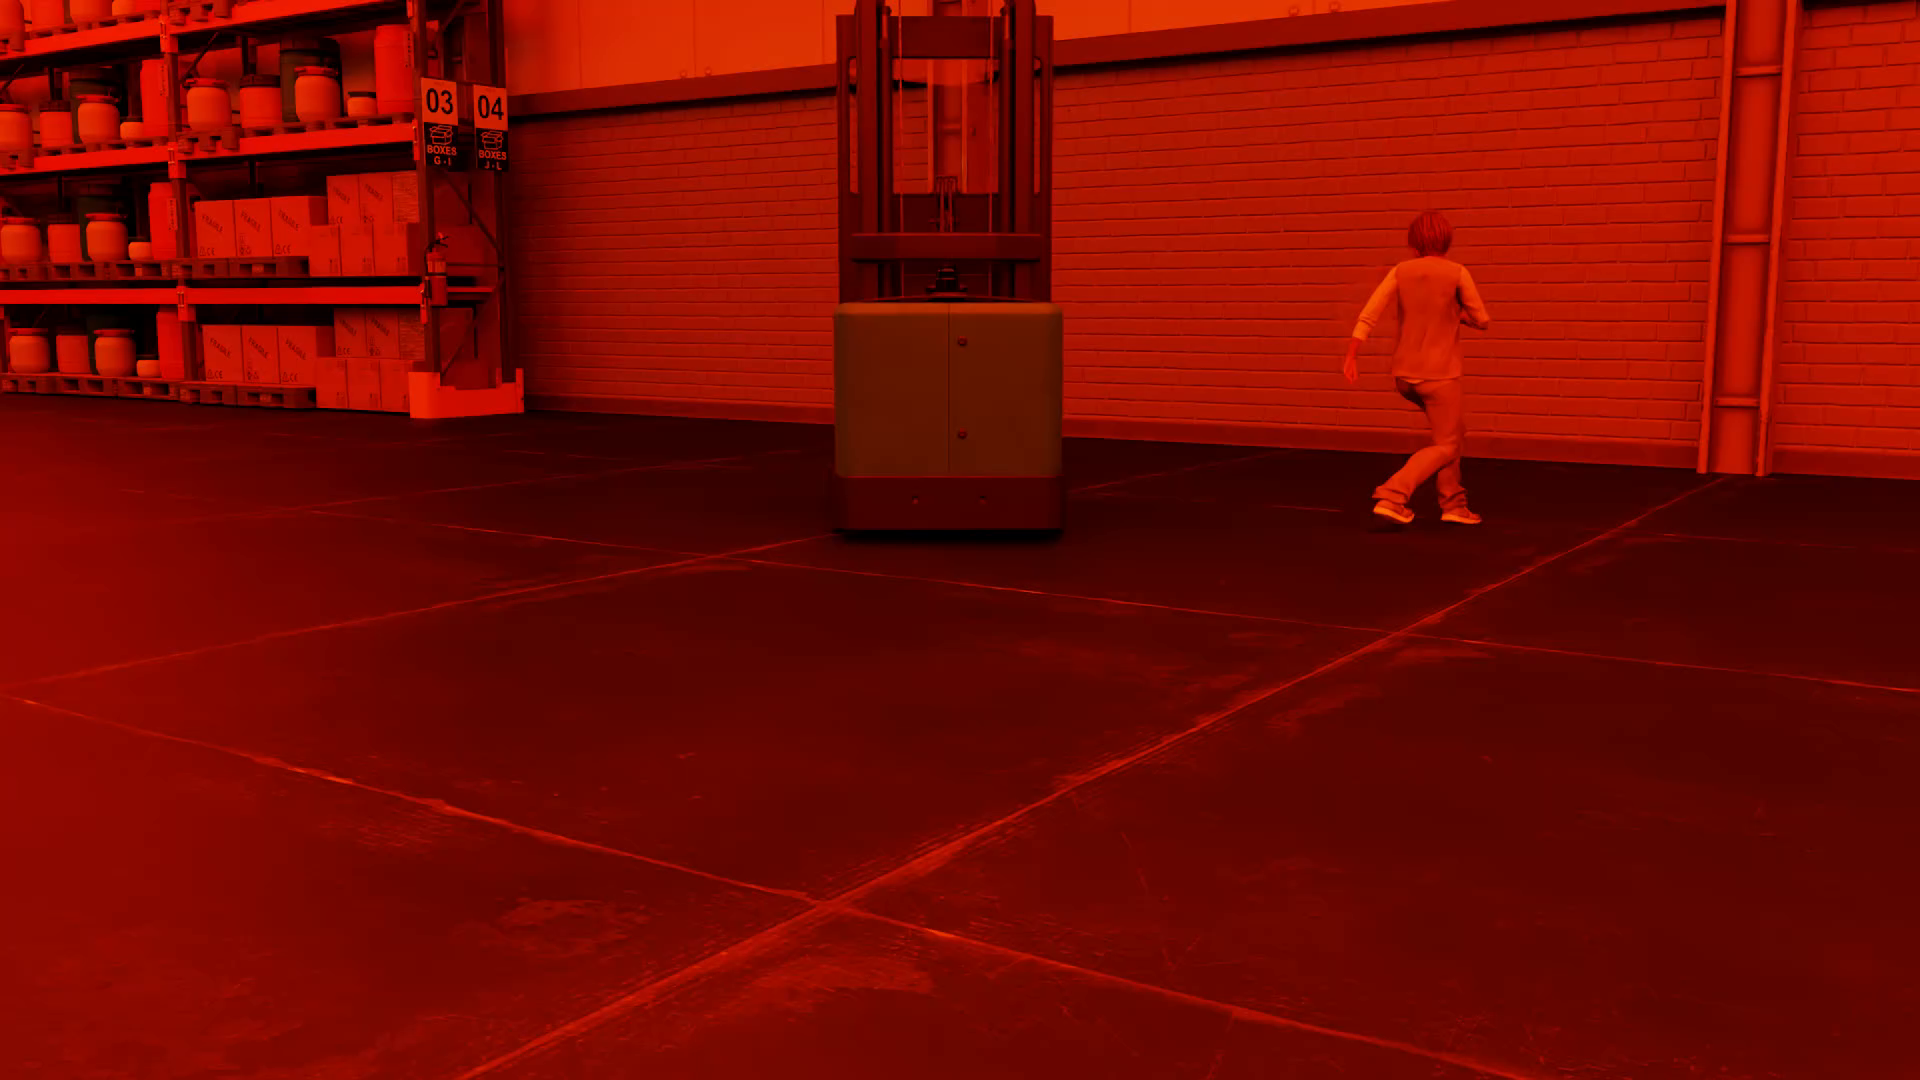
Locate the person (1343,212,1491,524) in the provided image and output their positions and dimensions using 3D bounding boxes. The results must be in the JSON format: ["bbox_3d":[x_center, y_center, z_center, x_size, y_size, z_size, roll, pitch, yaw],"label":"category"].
[{"bbox_3d":[2.241,-0.800,7.971,0.797,1.521,0.438,-6,10,-35],"label":"person"}]

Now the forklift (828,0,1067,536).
[{"bbox_3d":[-0.082,-1.639,8.721,1.130,2.935,3.031,0,8,-1],"label":"forklift"}]
